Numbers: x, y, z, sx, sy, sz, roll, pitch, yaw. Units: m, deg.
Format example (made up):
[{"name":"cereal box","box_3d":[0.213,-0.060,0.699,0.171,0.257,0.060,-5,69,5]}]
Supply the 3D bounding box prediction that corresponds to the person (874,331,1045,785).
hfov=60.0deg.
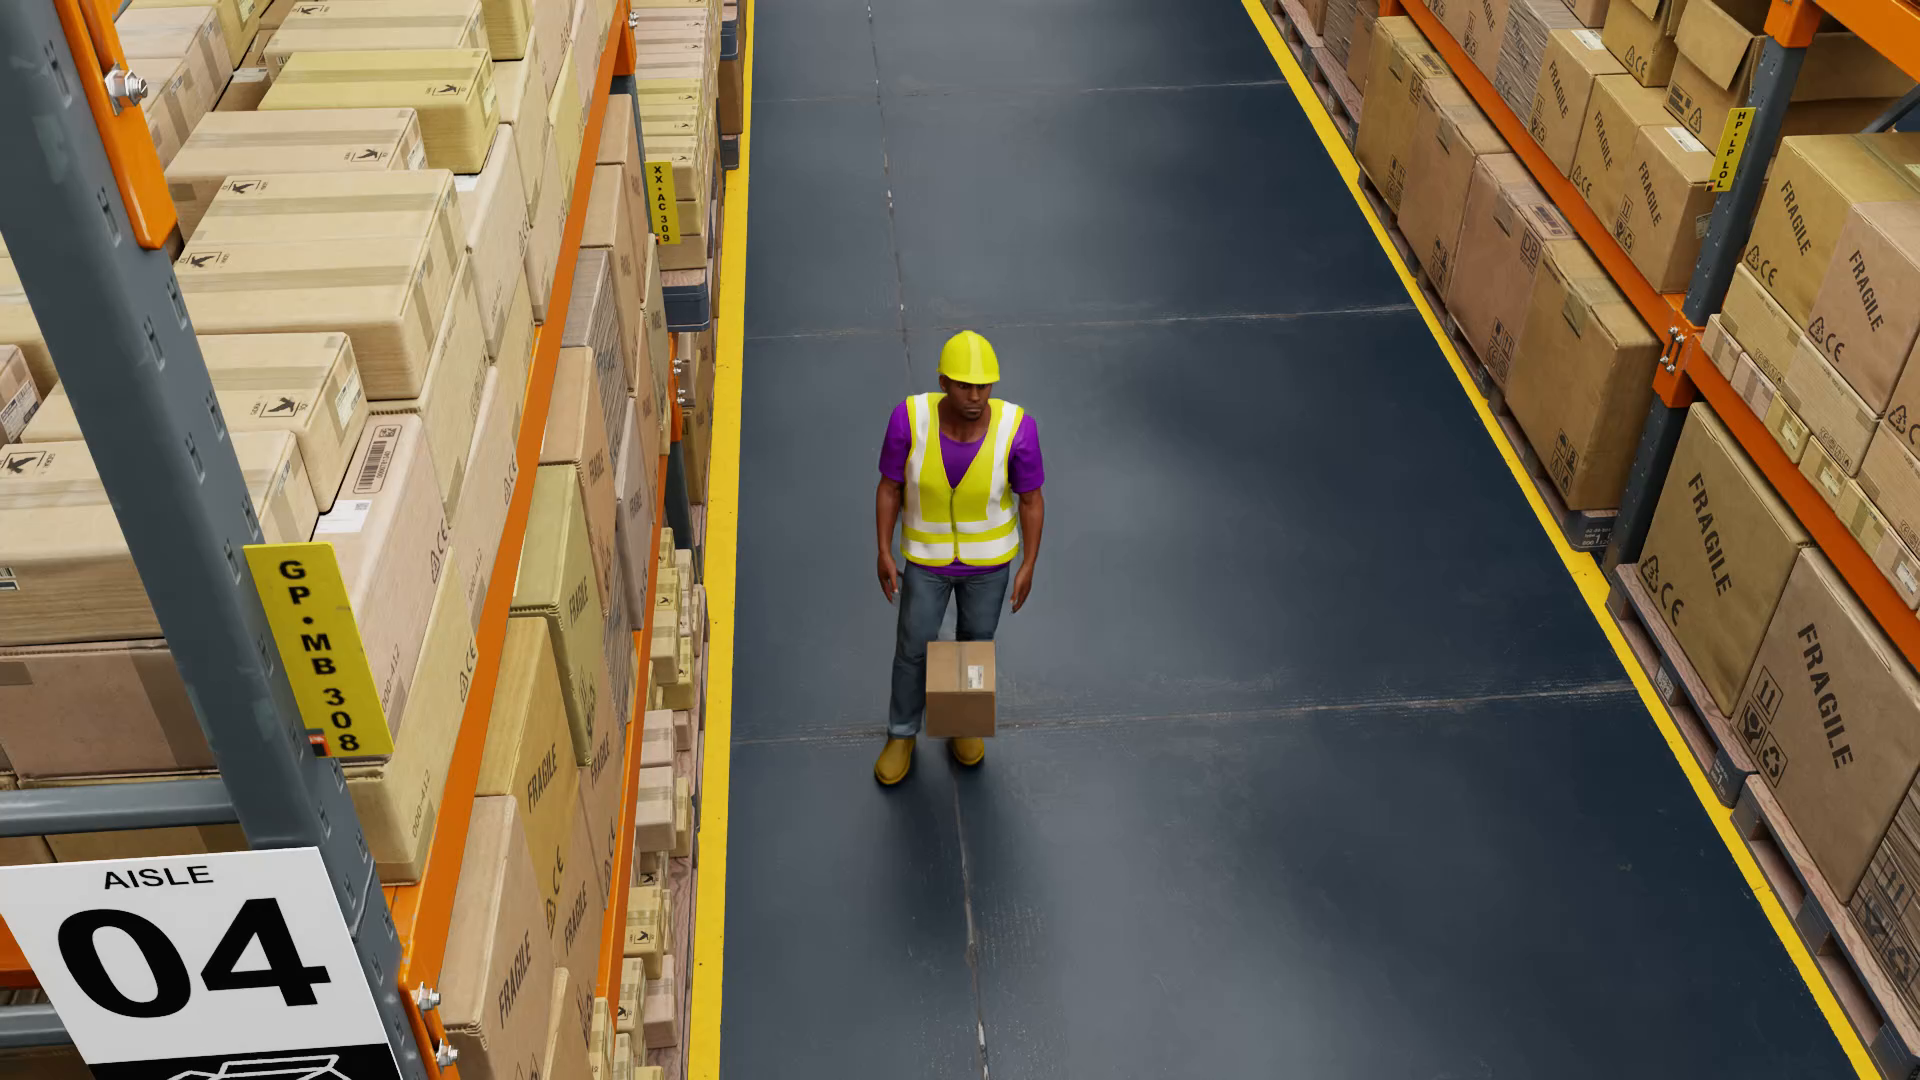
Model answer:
[{"name":"person","box_3d":[-0.013,0.092,6.008,0.625,1.768,0.575,1,39,1]}]
